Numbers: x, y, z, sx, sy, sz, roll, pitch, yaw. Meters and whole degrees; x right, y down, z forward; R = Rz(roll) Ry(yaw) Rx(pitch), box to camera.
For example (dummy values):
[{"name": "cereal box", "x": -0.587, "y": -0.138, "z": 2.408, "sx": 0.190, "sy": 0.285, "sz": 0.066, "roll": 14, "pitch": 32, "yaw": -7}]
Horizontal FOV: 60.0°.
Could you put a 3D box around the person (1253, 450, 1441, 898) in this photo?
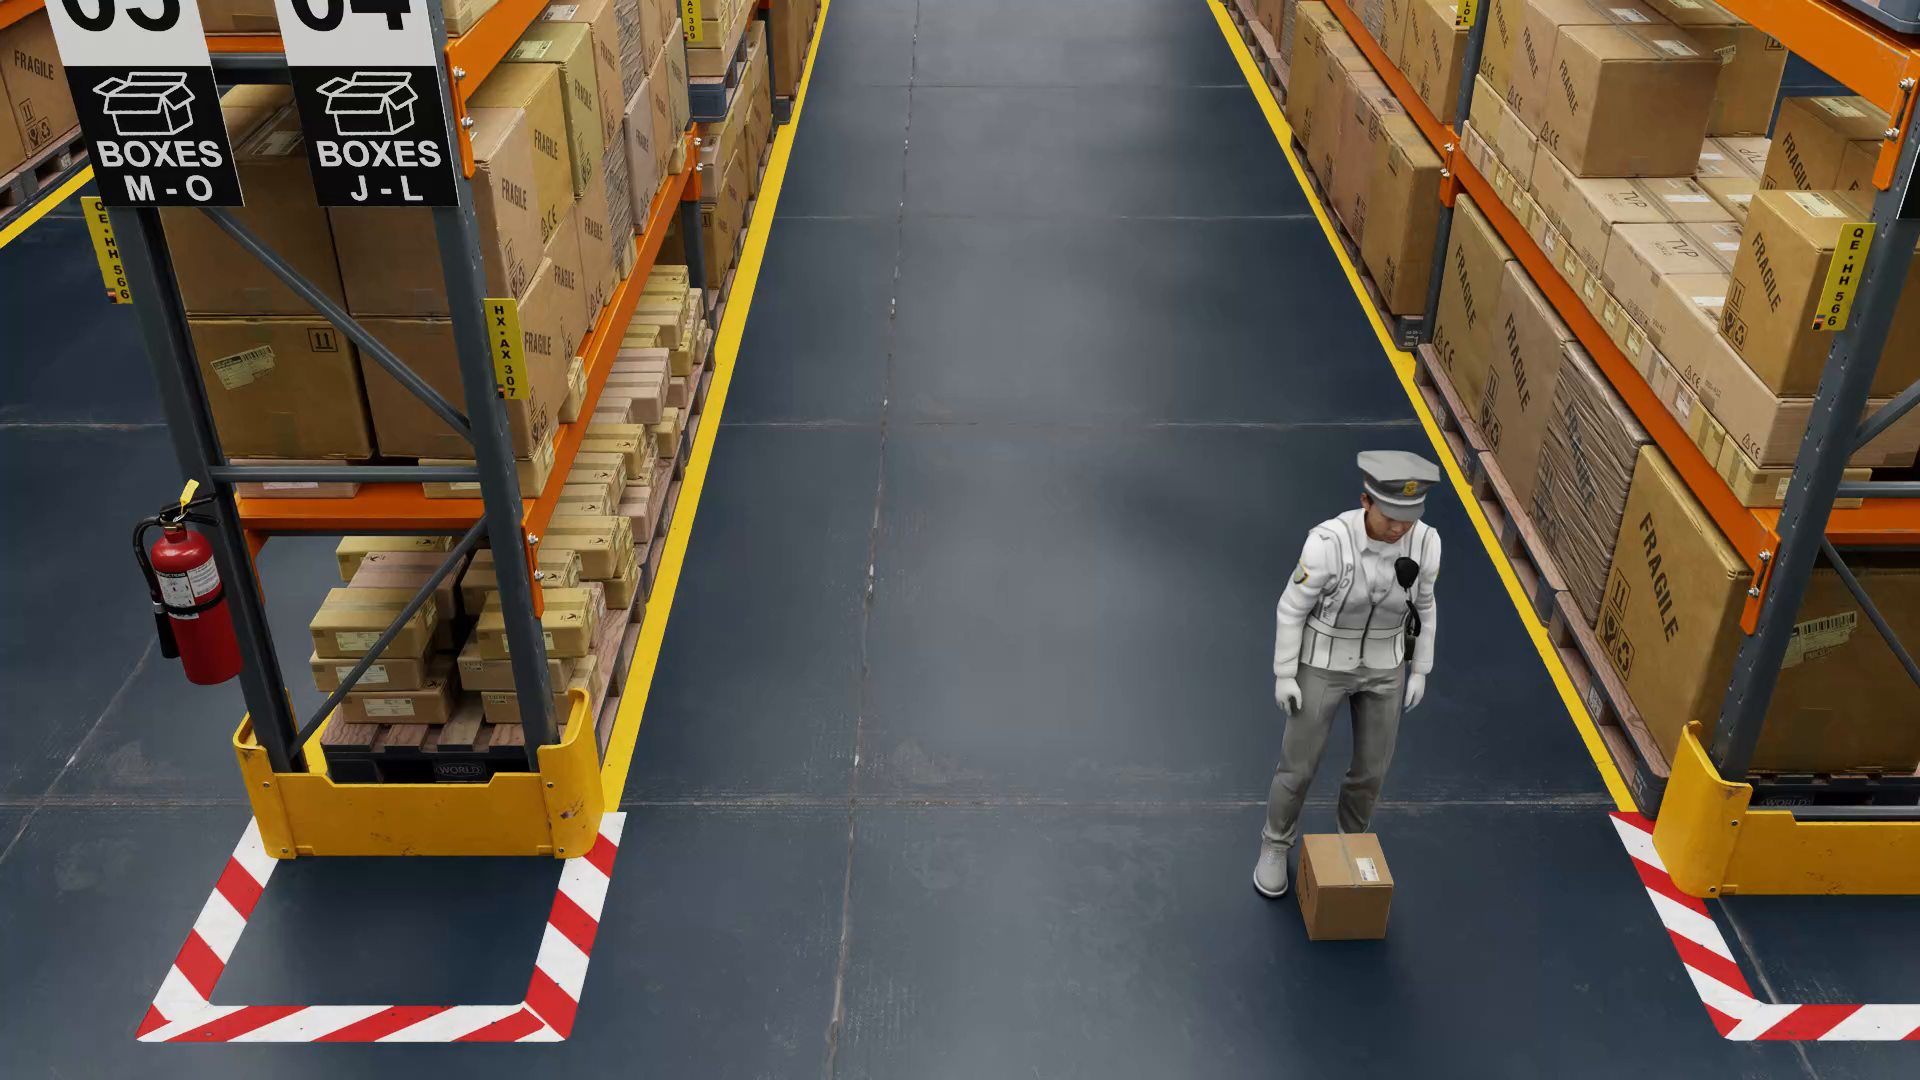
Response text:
[{"name": "person", "x": 1.280, "y": 0.437, "z": 5.426, "sx": 0.529, "sy": 1.662, "sz": 0.375, "roll": -1, "pitch": 32, "yaw": -2}]
